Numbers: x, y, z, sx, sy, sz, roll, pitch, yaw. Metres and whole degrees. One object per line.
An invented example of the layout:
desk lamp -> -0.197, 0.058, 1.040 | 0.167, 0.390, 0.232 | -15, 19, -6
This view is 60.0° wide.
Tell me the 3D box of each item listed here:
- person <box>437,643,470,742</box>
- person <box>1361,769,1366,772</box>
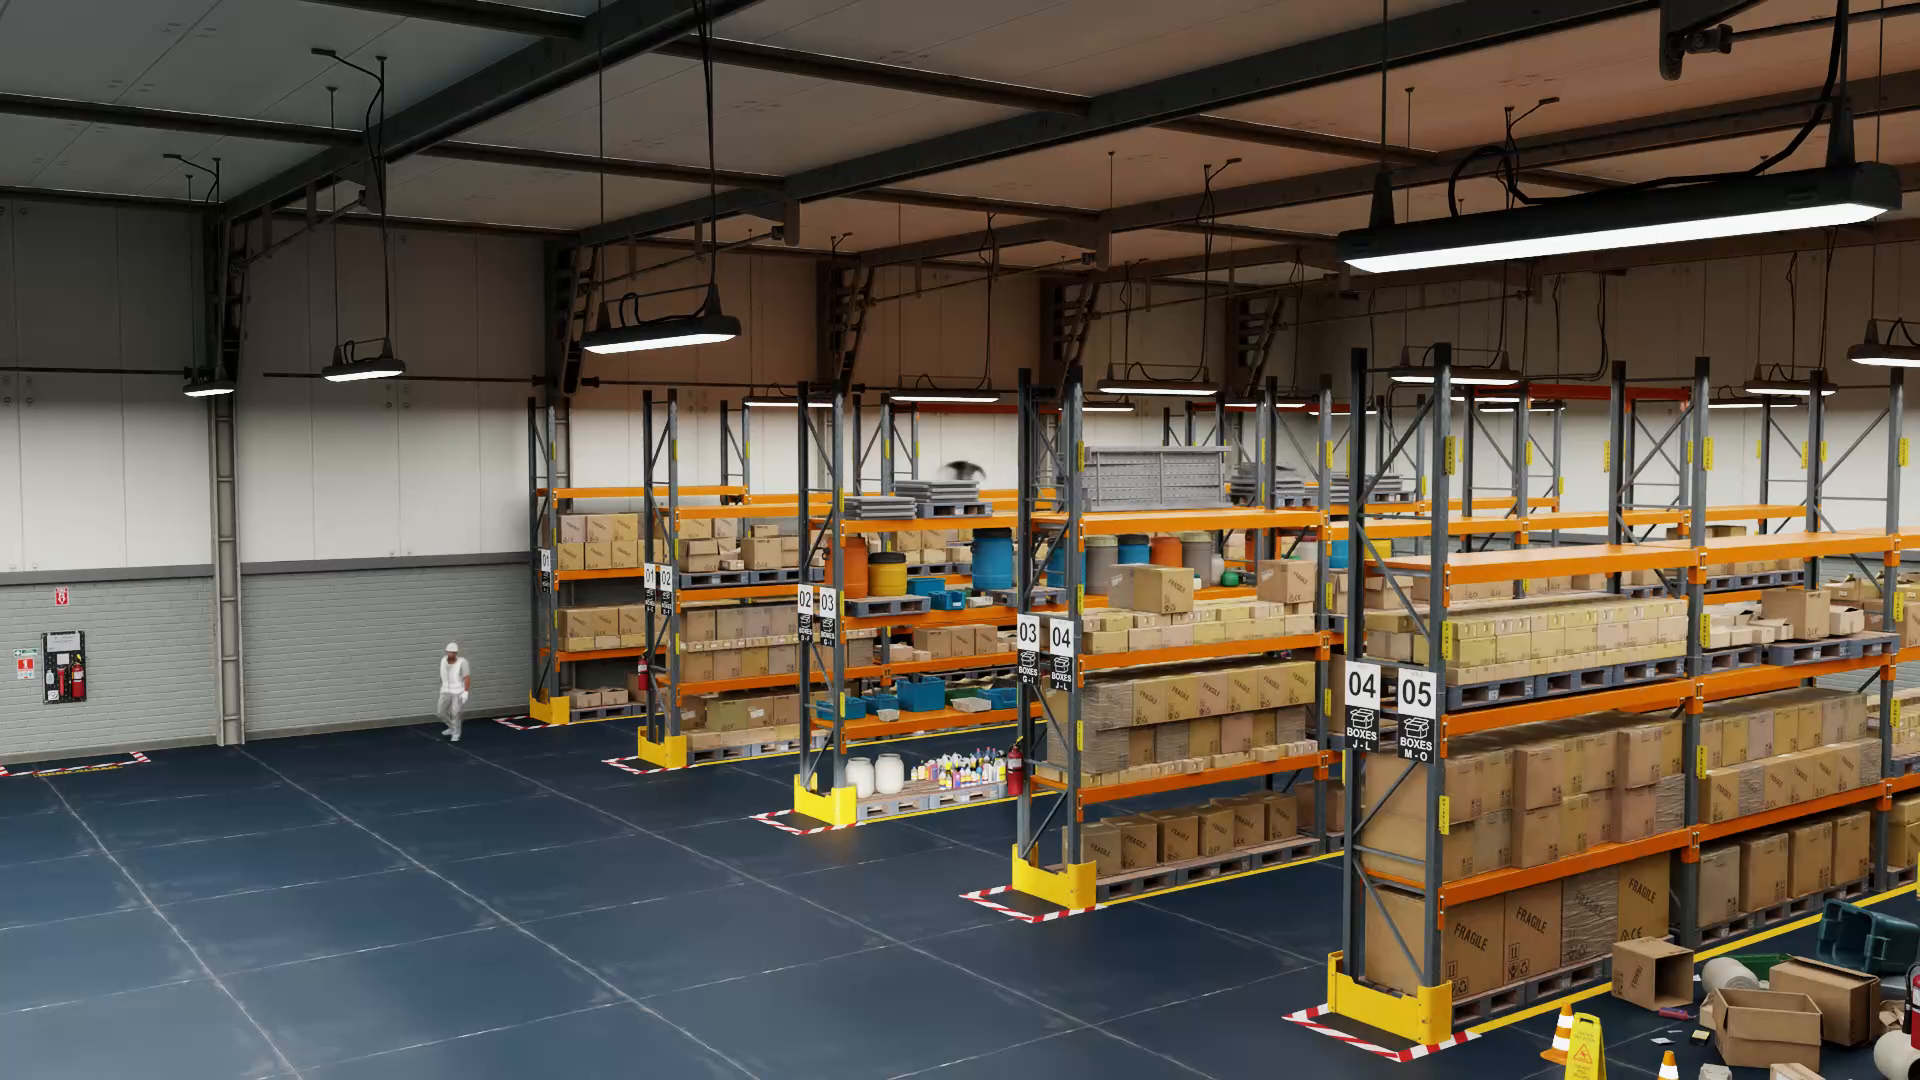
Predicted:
person -> -8.706, 2.610, 28.583 | 0.697, 1.741, 0.602 | 1, 3, 14
person -> 6.562, 2.751, 25.994 | 0.766, 1.780, 0.734 | 0, 3, -6
